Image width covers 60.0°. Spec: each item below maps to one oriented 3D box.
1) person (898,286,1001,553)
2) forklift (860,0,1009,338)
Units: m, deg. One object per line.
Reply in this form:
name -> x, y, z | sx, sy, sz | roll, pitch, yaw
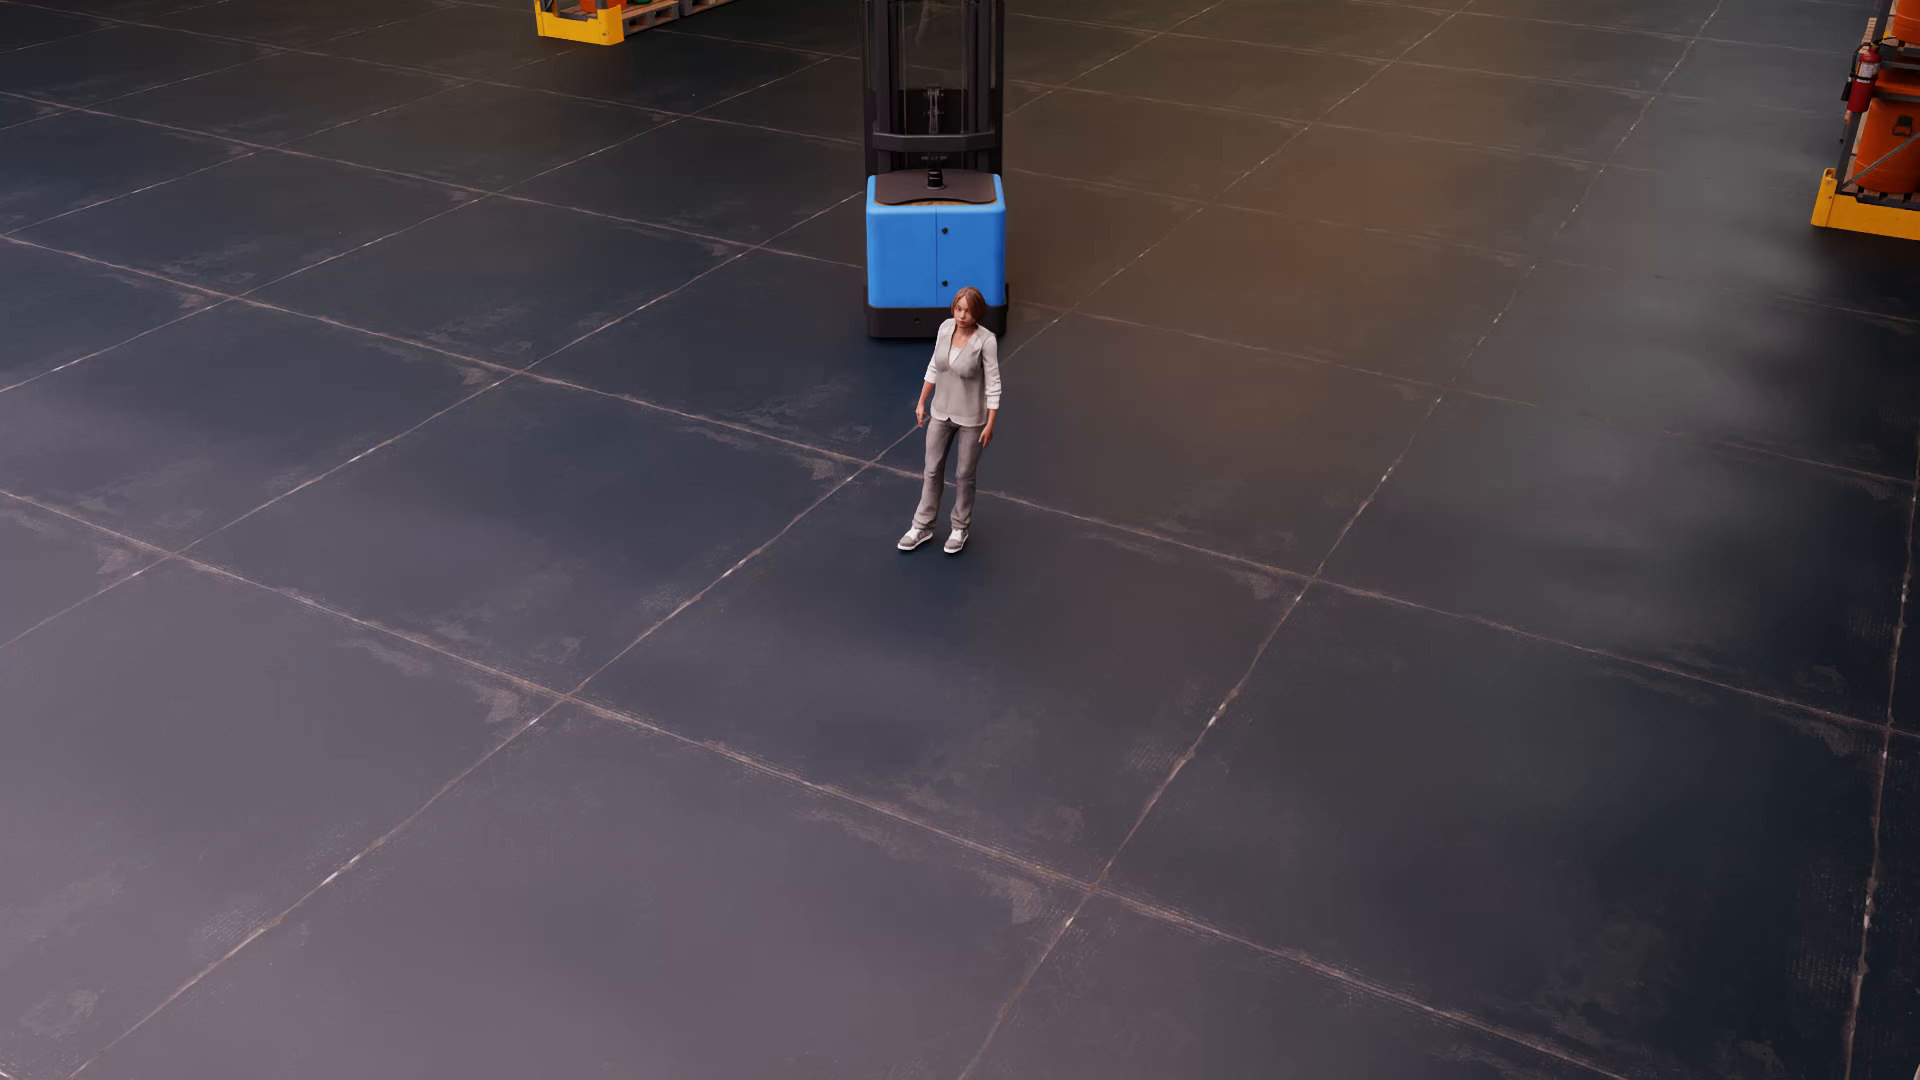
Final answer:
person -> -0.049, -0.669, 9.549 | 0.520, 1.599, 0.473 | 15, 33, 25
forklift -> -0.217, -3.488, 13.114 | 1.130, 2.935, 3.031 | -1, 30, -2
